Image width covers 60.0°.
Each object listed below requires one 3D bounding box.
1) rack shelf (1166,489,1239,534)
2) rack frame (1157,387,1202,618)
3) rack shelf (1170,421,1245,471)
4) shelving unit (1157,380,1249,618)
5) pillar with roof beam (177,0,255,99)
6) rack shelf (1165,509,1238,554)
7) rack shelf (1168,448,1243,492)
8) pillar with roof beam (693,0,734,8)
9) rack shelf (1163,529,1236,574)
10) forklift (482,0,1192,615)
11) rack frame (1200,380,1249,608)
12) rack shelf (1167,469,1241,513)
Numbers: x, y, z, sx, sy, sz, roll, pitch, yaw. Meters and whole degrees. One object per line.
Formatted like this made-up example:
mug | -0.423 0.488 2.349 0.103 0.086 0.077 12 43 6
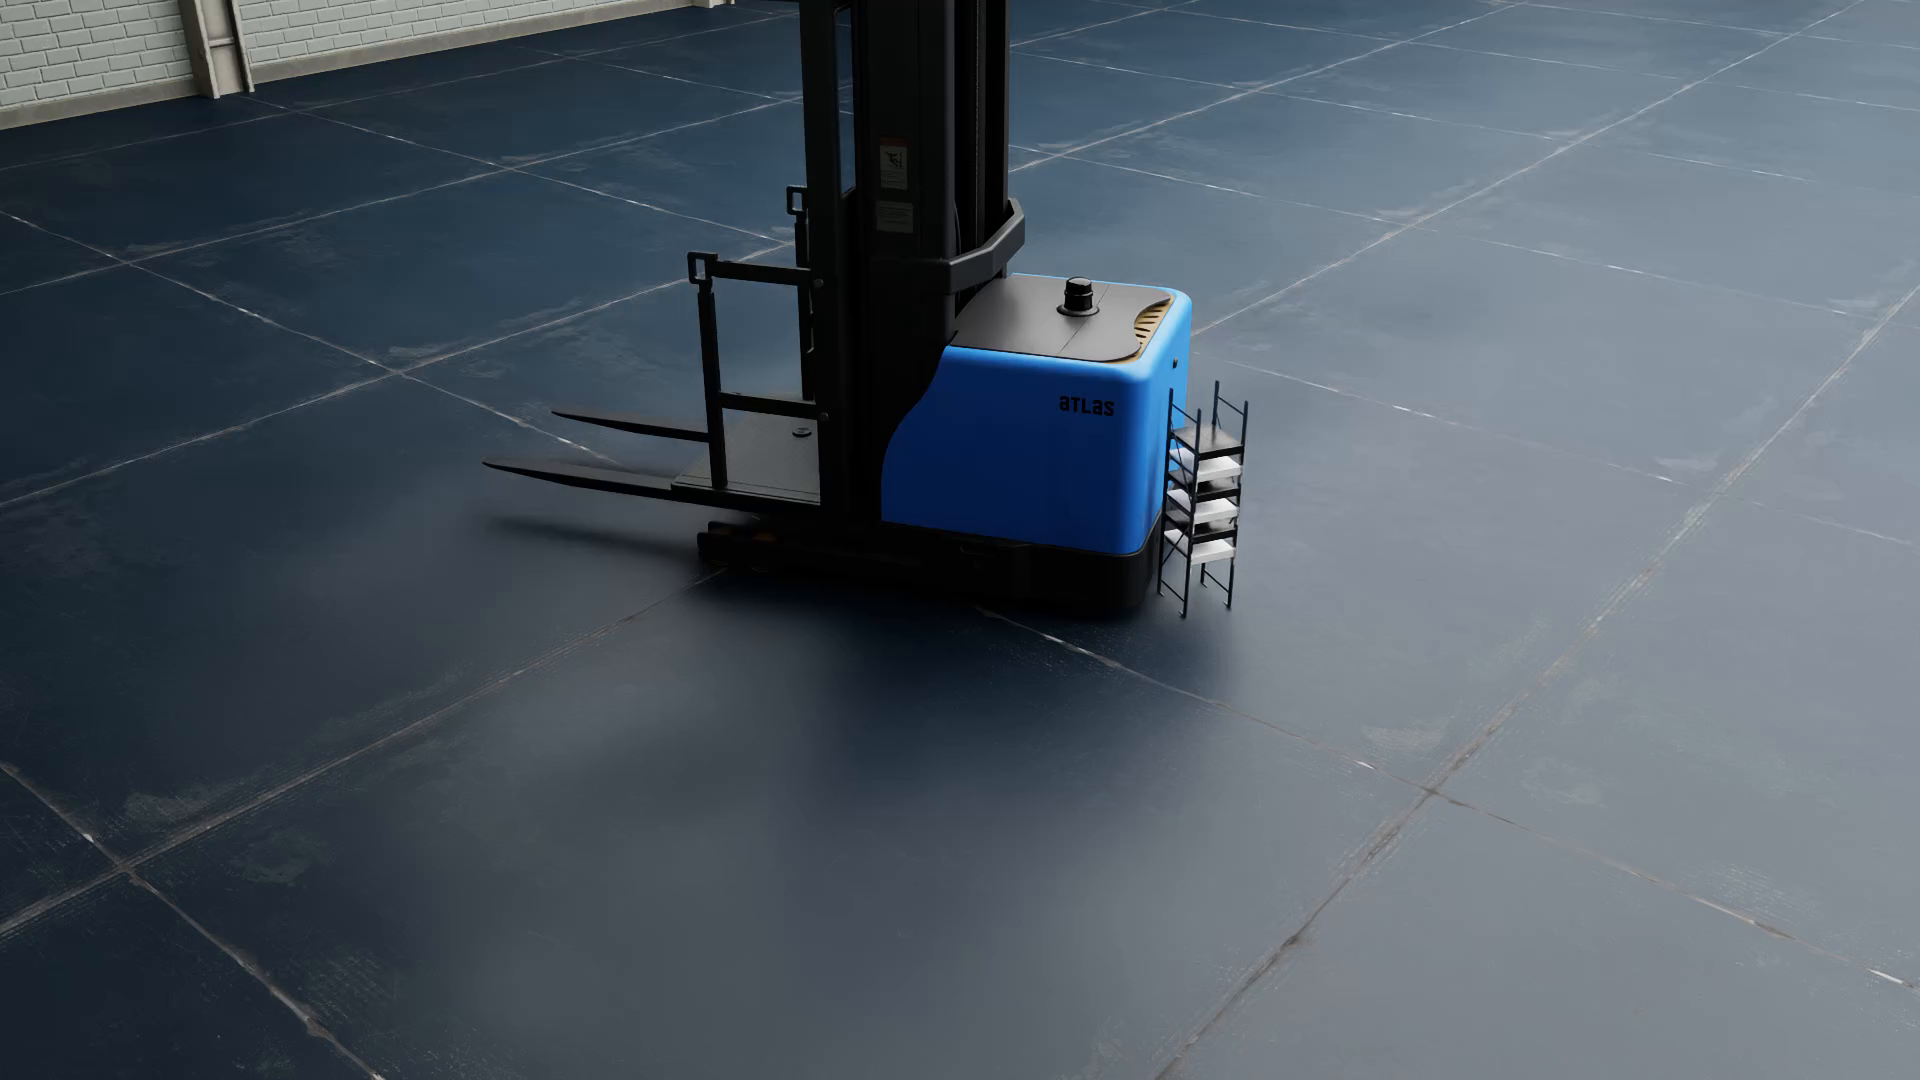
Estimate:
rack shelf | 0.953 -0.128 6.591 0.200 0.077 0.258 -11 29 -20
rack frame | 0.859 -0.140 6.541 0.006 0.900 0.240 -11 29 -20
rack shelf | 0.953 -0.368 6.467 0.200 0.077 0.258 -11 29 -20
shelving unit | 0.953 -0.158 6.575 0.210 0.900 0.258 -11 29 -20
pillar with roof beam | -3.349 -6.806 10.613 9.100 9.000 0.400 21 34 34
rack shelf | 0.953 -0.048 6.632 0.200 0.077 0.258 -11 29 -20
rack shelf | 0.953 -0.288 6.508 0.200 0.077 0.258 -11 29 -20
pillar with roof beam | 0.467 -8.933 14.725 9.100 9.000 0.400 21 34 34
rack shelf | 0.953 0.032 6.673 0.200 0.077 0.258 -11 29 -20
forklift | -0.596 -1.388 6.743 3.031 2.935 1.130 8 28 15
rack frame | 1.047 -0.175 6.610 0.006 0.900 0.240 -11 29 -20
rack shelf | 0.953 -0.208 6.549 0.200 0.077 0.258 -11 29 -20
